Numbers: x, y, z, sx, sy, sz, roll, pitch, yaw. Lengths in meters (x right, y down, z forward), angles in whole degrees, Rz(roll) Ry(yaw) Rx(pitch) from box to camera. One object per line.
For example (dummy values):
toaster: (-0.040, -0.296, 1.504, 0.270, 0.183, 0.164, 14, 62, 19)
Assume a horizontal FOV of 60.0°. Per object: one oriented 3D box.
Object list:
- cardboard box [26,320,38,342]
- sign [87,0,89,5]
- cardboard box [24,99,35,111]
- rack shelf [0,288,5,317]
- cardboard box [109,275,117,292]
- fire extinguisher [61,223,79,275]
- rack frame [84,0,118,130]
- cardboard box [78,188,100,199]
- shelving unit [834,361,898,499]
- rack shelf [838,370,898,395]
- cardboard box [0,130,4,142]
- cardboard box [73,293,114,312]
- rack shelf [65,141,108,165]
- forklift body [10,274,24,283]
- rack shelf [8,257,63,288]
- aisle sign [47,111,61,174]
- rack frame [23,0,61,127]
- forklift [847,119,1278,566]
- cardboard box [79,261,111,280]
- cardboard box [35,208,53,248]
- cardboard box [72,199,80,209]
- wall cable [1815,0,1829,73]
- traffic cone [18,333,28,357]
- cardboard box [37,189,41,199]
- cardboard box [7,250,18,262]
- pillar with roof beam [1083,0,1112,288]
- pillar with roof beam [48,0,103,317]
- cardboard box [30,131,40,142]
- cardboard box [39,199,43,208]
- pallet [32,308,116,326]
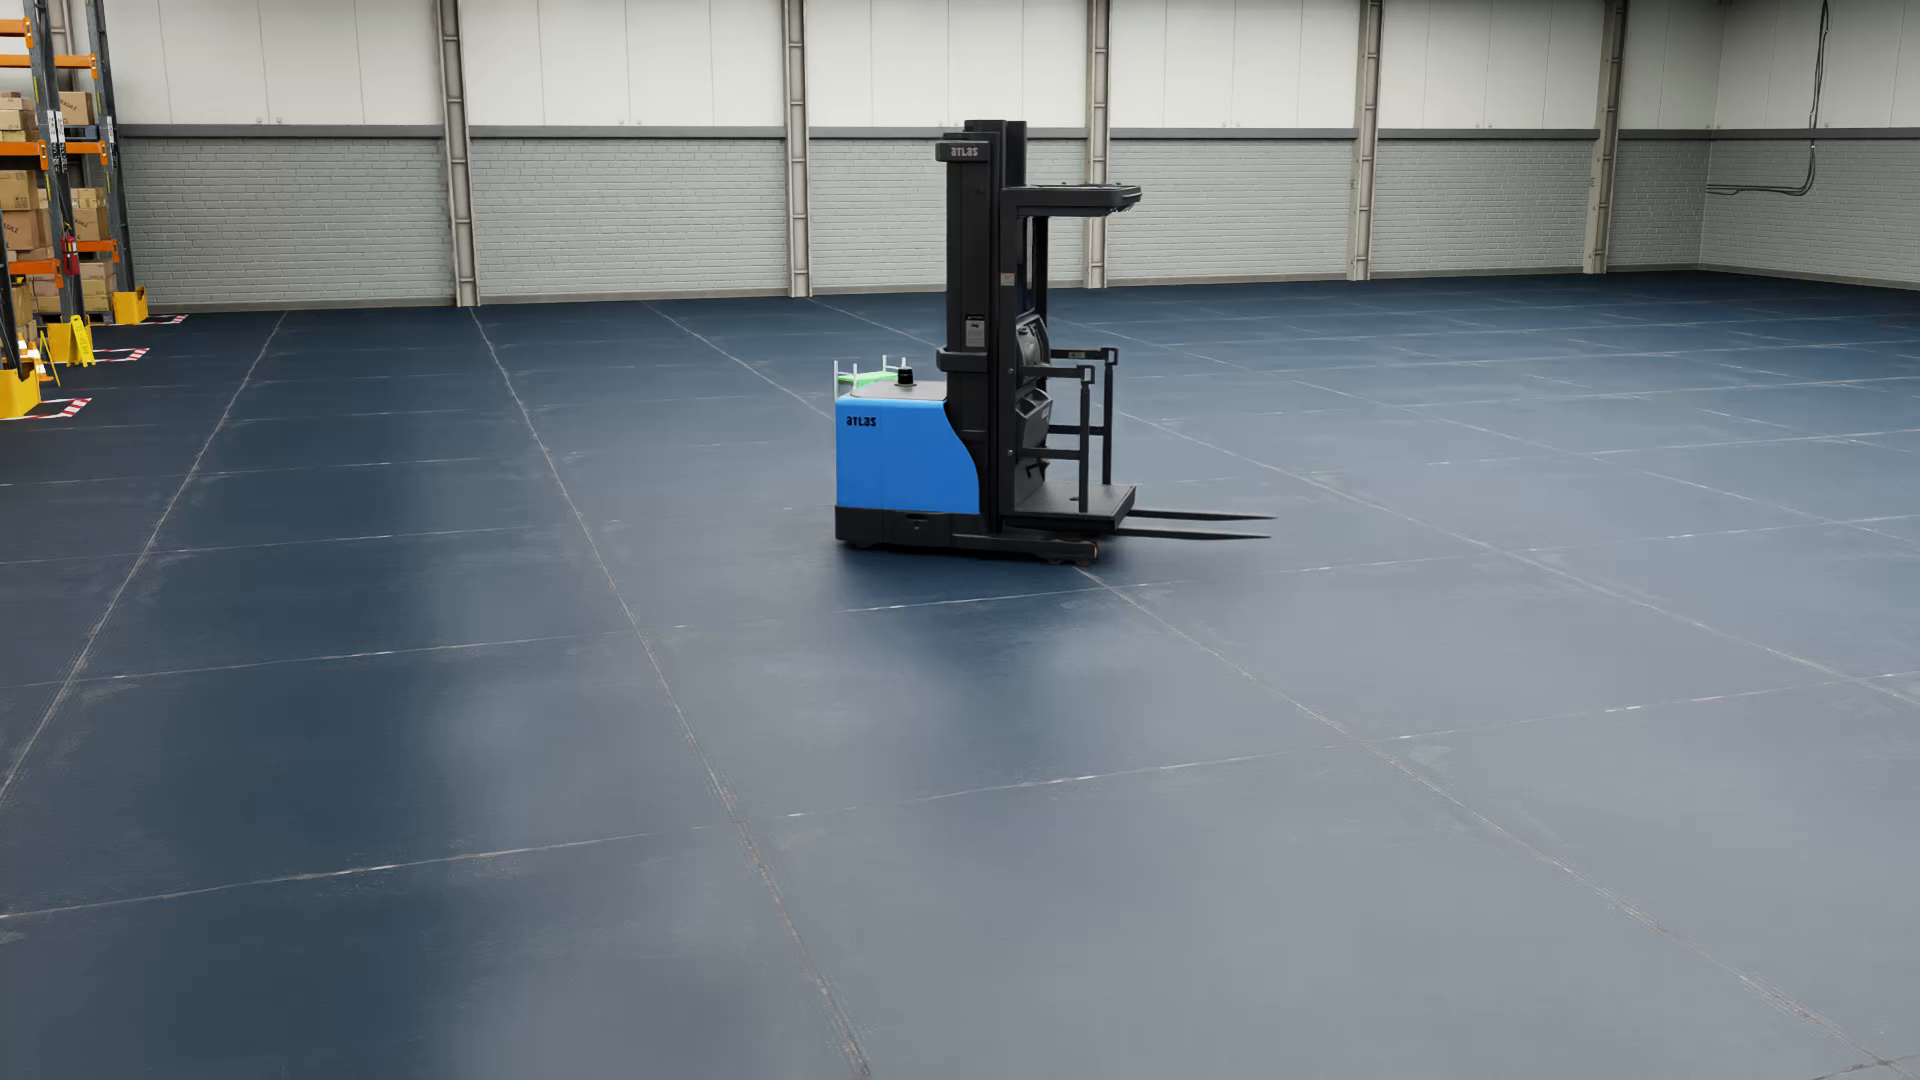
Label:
cardboard box: (-12.699, -2.795, 22.285, 0.500, 0.250, 0.500, -5, 14, -19)
sign: (-13.273, -8.307, 25.270, 0.005, 0.325, 0.100, -4, 14, -18)
cardboard box: (-12.248, -5.671, 21.678, 0.250, 0.149, 0.380, -5, 14, -18)
rack shelf: (-12.067, -2.352, 16.941, 4.000, 0.370, 1.077, -4, 14, -18)
cardboard box: (-13.944, -4.137, 26.844, 0.500, 0.250, 0.500, -4, 14, -17)
fire extinguisher: (-11.590, -3.797, 21.630, 0.183, 0.674, 0.296, -4, 14, -18)
rack frame: (-13.432, -7.935, 25.892, 0.127, 3.000, 1.000, -4, 14, -18)
cardboard box: (-13.705, -5.452, 26.160, 0.250, 0.149, 0.380, -4, 14, -18)
shelving unit: (-0.681, -0.772, 12.636, 0.492, 1.200, 0.258, -13, 18, -43)
rack shelf: (-0.677, -1.178, 12.543, 0.480, 0.148, 0.258, -13, 18, -43)
cardboard box: (-12.320, -5.151, 21.217, 0.250, 0.149, 0.380, -4, 14, -18)
cardboard box: (-13.777, -3.779, 26.419, 0.500, 0.250, 0.500, -4, 14, -18)
rack shelf: (-15.328, -5.978, 25.702, 4.000, 0.370, 1.077, -4, 14, -18)
forklift body: (-14.648, -4.063, 24.414, 1.214, 2.155, 2.313, -4, 14, -18)
rack shelf: (-13.741, -3.430, 21.474, 4.000, 0.370, 1.077, -4, 14, -18)
aisle sign: (-11.695, -5.133, 21.462, 0.004, 0.787, 0.394, -4, 14, -18)
rack frame: (-11.846, -6.846, 21.317, 0.127, 3.000, 1.000, -4, 14, -18)
forklift: (0.692, -1.388, 11.481, 3.031, 2.935, 1.121, 3, 14, 14)
cardboard box: (-13.769, -4.267, 26.310, 0.500, 0.250, 0.500, -4, 14, -16)
cardboard box: (-12.383, -4.147, 22.074, 0.500, 0.500, 0.500, -5, 14, -19)
cardboard box: (-13.904, -5.268, 26.027, 0.250, 0.149, 0.380, -4, 14, -17)
wall cable: (18.130, -10.575, 32.791, 0.112, 2.526, 3.097, -4, 14, -18)
traffic cone: (-11.842, -2.379, 20.982, 0.334, 0.463, 0.336, -4, 14, -18)
cardboard box: (-14.428, -5.400, 25.940, 0.250, 0.149, 0.380, -4, 14, -18)
cardboard box: (-12.337, -3.688, 21.546, 0.250, 0.149, 0.380, -5, 14, -19)
pillar with roof beam: (4.053, -8.465, 28.123, 0.400, 9.000, 9.100, -4, 14, -18)
pillar with roof beam: (-17.738, -6.442, 19.617, 11.283, 9.000, 11.773, -4, 14, -18)
cardboard box: (-12.264, -5.311, 21.889, 0.250, 0.149, 0.380, -4, 14, -18)
cardboard box: (-14.408, -5.246, 25.937, 0.250, 0.149, 0.380, -5, 14, -18)
pallet: (-14.144, -3.594, 26.633, 1.213, 0.211, 1.003, -4, 14, -18)
